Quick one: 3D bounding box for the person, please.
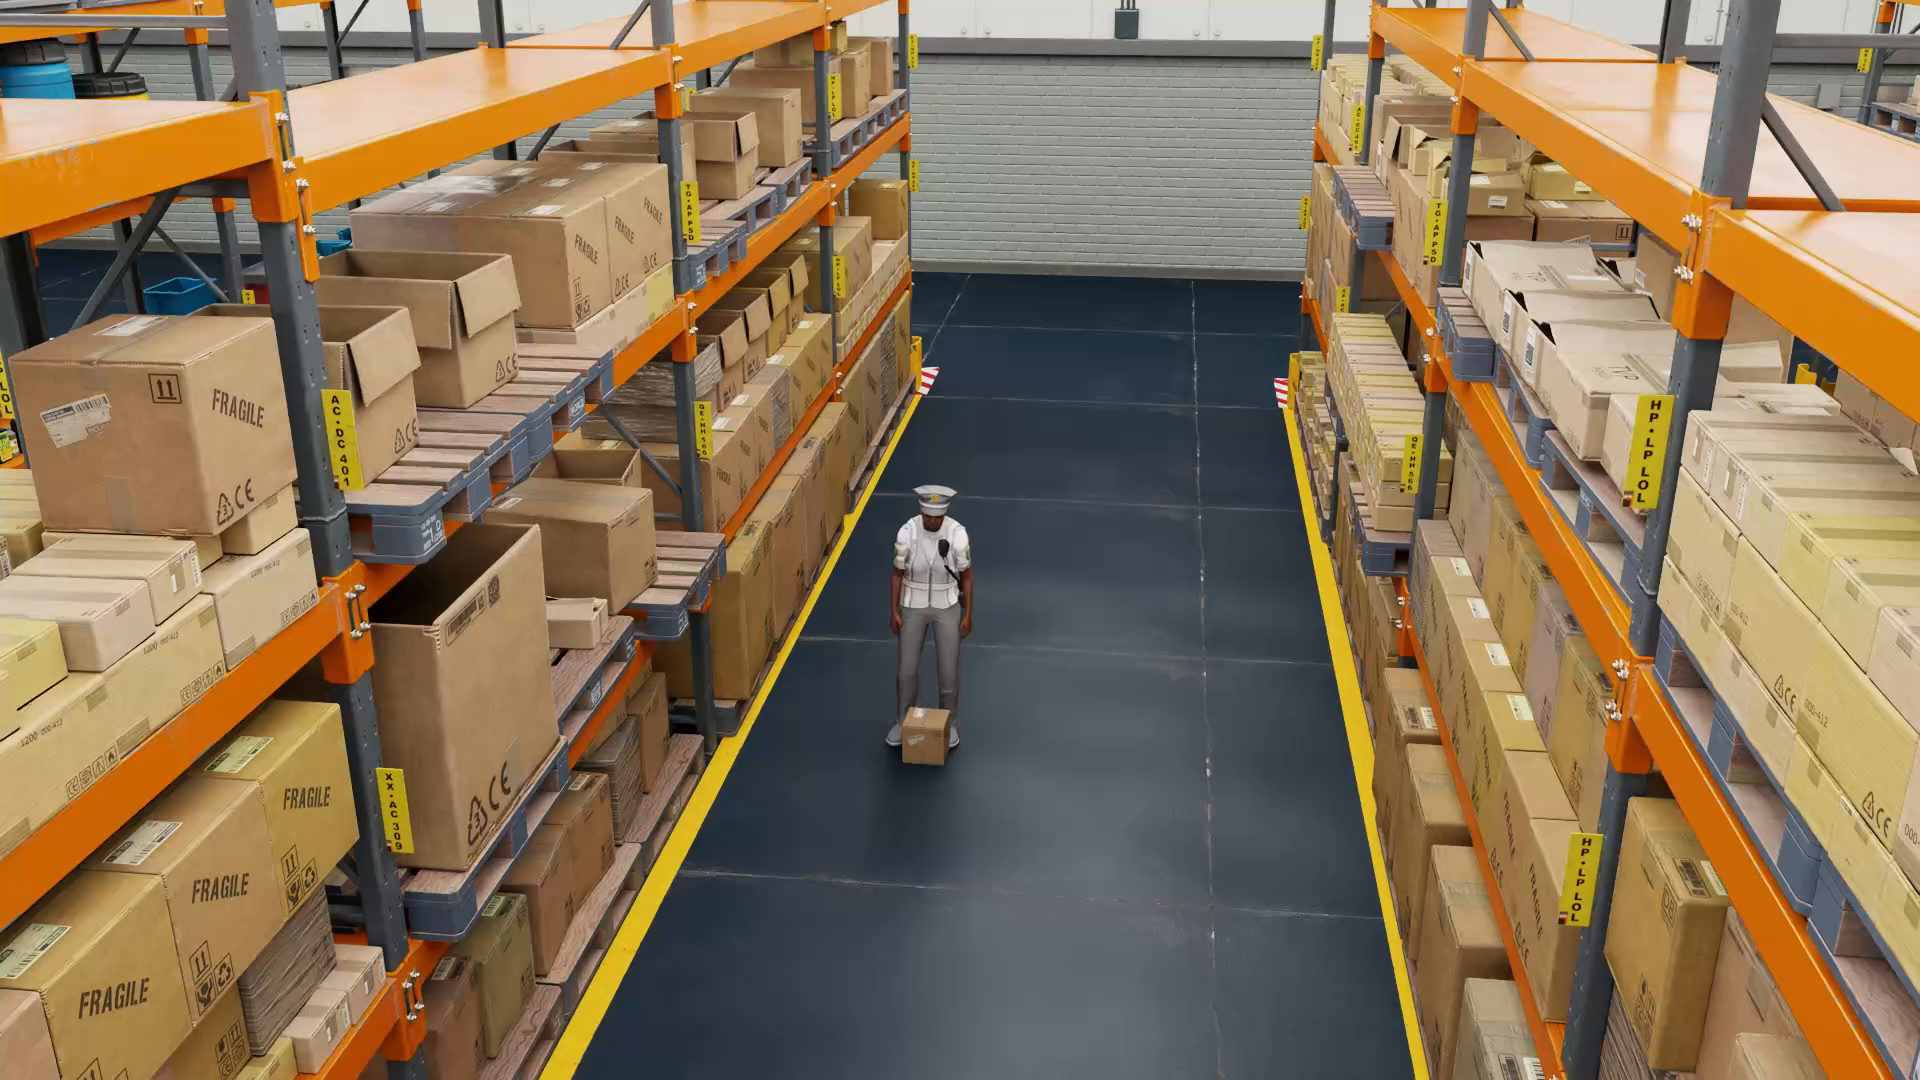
[{"bbox_3d":[-0.185,0.440,9.962,0.526,1.655,0.396,1,21,3],"label":"person"}]
